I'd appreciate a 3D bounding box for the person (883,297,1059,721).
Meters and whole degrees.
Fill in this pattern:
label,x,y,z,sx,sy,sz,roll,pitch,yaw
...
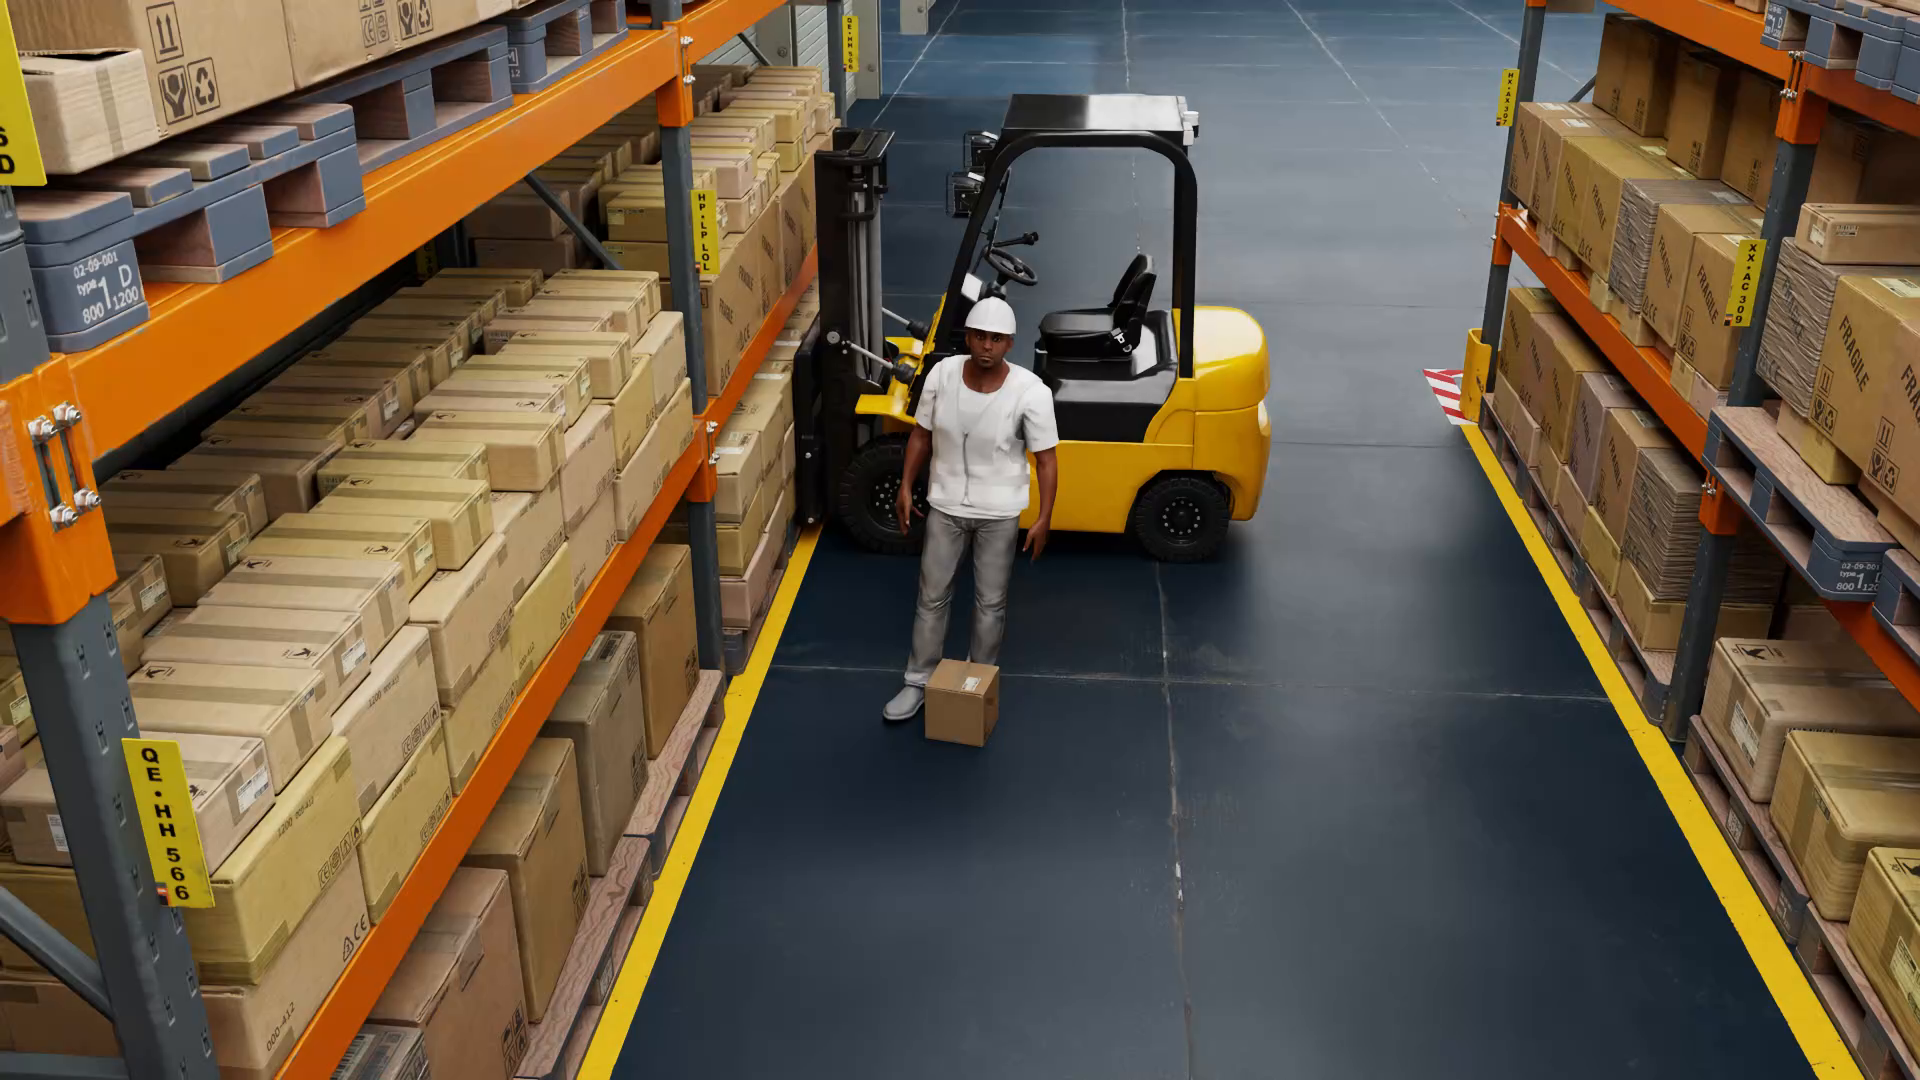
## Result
label,x,y,z,sx,sy,sz,roll,pitch,yaw
person,0.043,-0.104,6.784,0.666,1.766,0.576,8,25,16
